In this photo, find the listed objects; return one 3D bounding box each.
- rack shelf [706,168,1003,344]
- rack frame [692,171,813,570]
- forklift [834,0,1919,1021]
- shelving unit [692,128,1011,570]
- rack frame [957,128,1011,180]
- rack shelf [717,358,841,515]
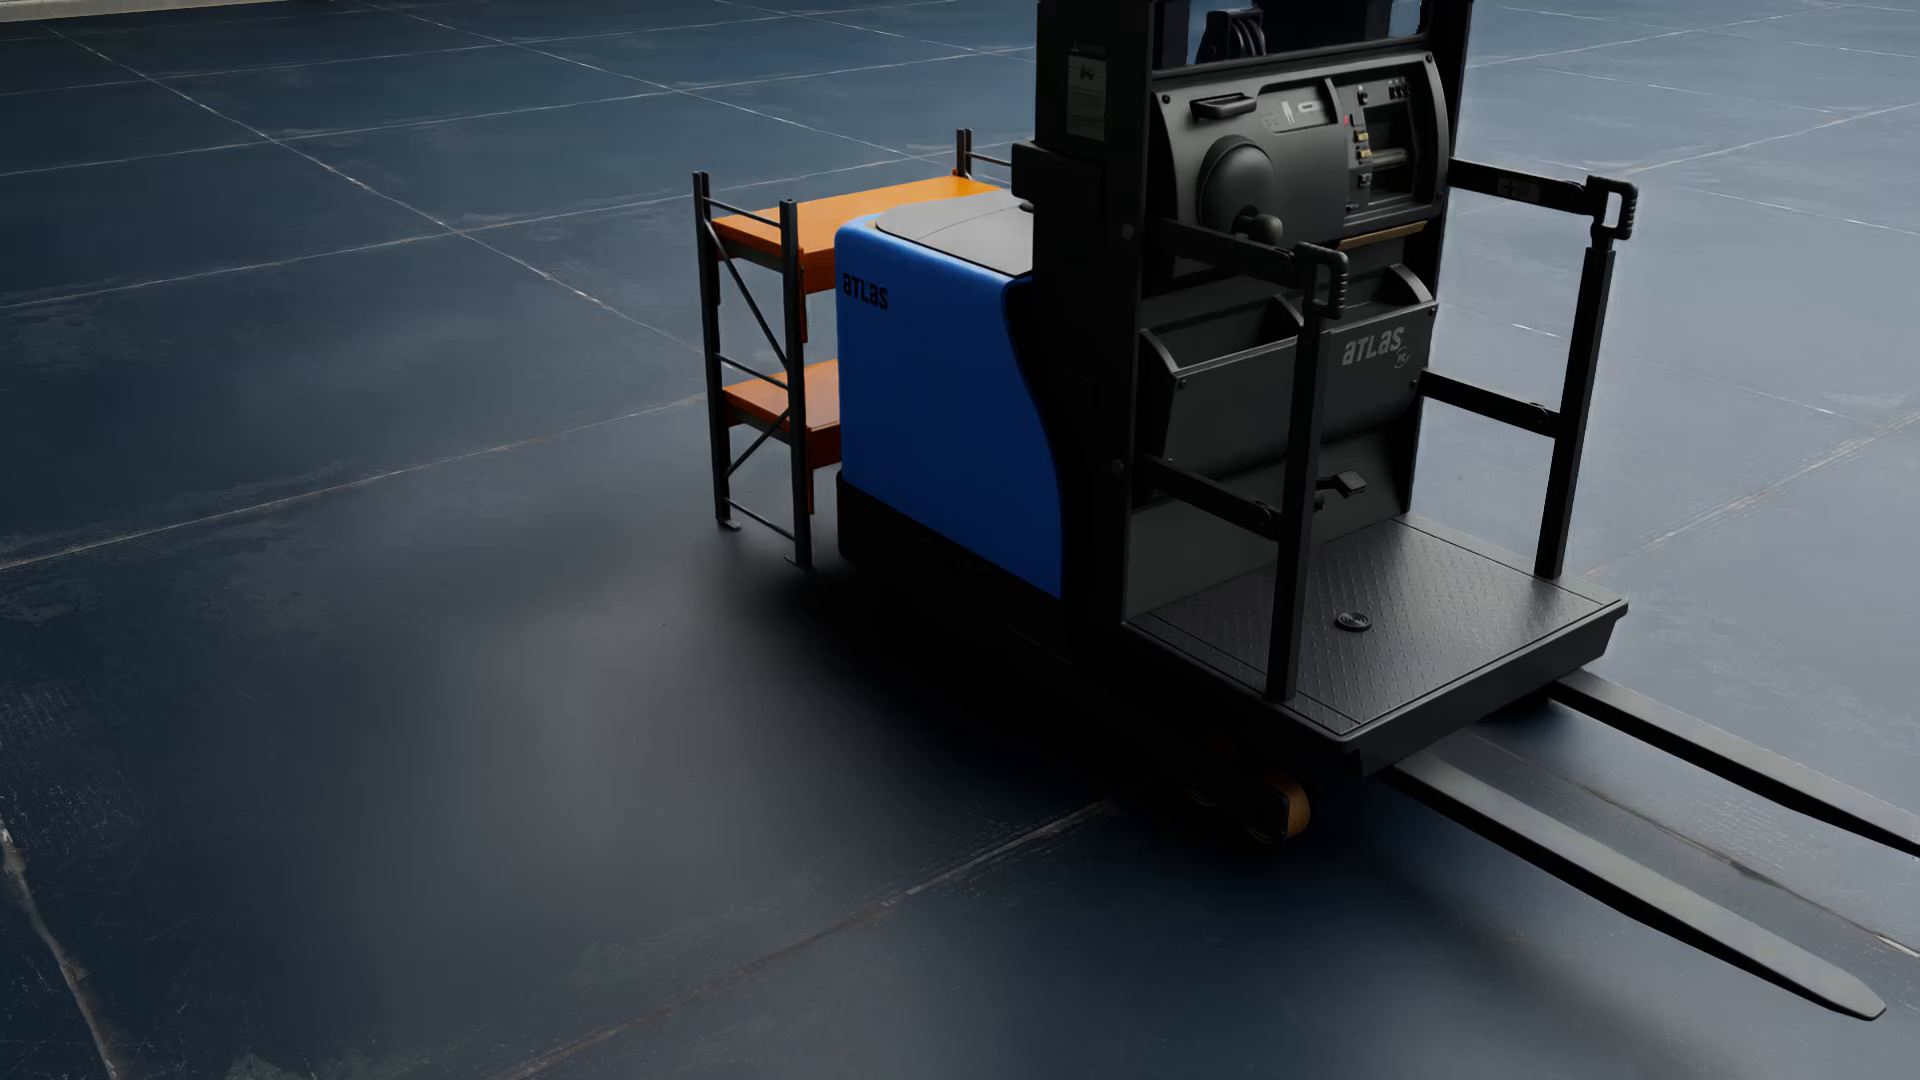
[{"bbox_3d":[-0.231,-0.905,5.169,1.000,0.278,0.538,-19,31,-35],"label":"rack shelf"},{"bbox_3d":[-0.622,-0.503,4.997,0.032,1.125,0.500,-19,31,-35],"label":"rack frame"},{"bbox_3d":[0.933,-0.877,3.658,1.130,2.935,3.031,-18,30,-34],"label":"forklift"},{"bbox_3d":[-0.231,-0.640,5.292,1.048,1.125,0.538,-19,31,-35],"label":"shelving unit"},{"bbox_3d":[0.160,-0.777,5.587,0.032,1.125,0.500,-19,31,-35],"label":"rack frame"},{"bbox_3d":[-0.231,-0.418,5.395,1.000,0.278,0.538,-19,31,-35],"label":"rack shelf"}]
